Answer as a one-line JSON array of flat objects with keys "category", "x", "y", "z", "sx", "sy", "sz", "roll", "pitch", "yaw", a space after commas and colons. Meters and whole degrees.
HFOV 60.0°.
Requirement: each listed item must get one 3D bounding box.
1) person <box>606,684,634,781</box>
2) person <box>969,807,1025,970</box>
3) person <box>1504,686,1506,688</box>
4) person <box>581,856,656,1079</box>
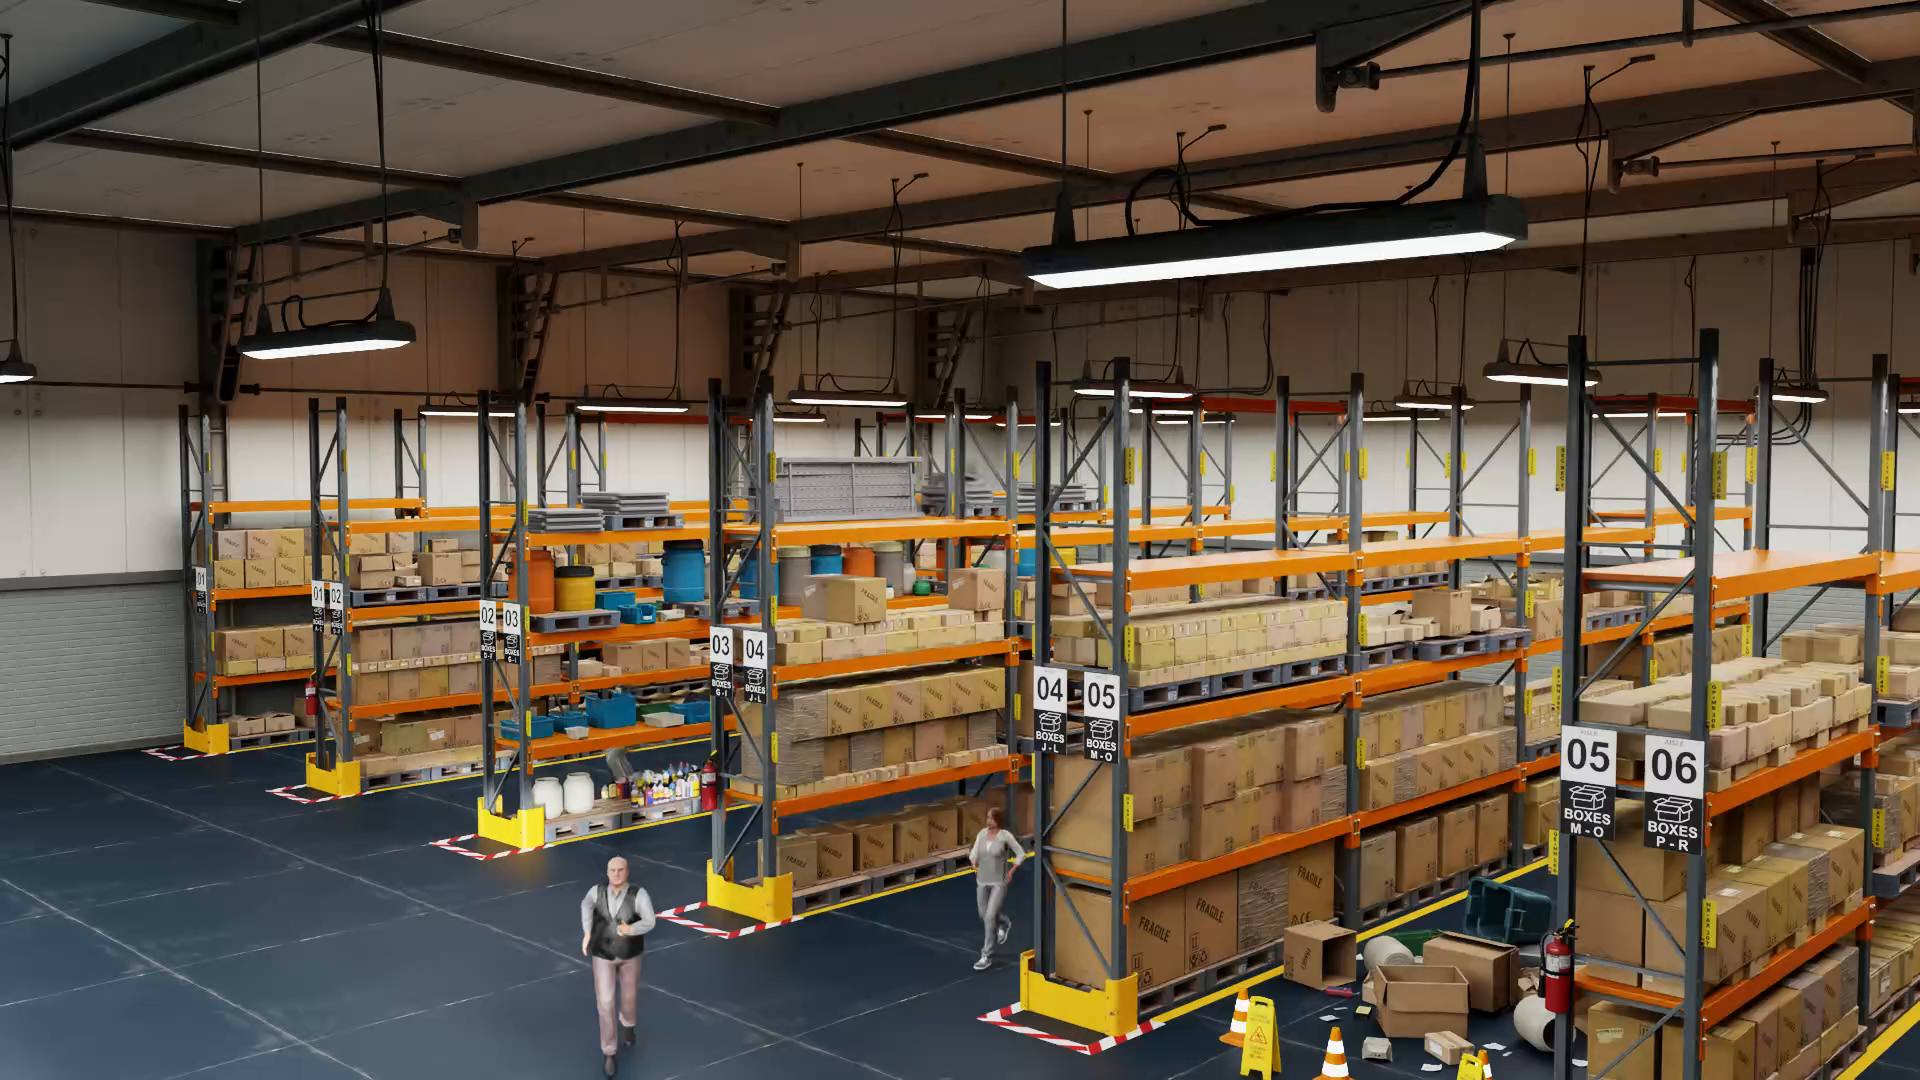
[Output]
[{"category": "person", "x": -5.117, "y": 3.010, "z": 25.073, "sx": 0.533, "sy": 1.685, "sz": 0.699, "roll": 3, "pitch": 4, "yaw": 44}, {"category": "person", "x": 0.354, "y": 3.480, "z": 16.841, "sx": 0.548, "sy": 1.571, "sz": 0.832, "roll": 2, "pitch": 3, "yaw": 30}, {"category": "person", "x": 7.993, "y": 3.005, "z": 24.557, "sx": 0.701, "sy": 1.749, "sz": 0.831, "roll": 2, "pitch": 4, "yaw": 36}, {"category": "person", "x": -2.892, "y": 3.550, "z": 14.087, "sx": 0.627, "sy": 1.769, "sz": 0.869, "roll": -1, "pitch": 3, "yaw": -10}]
